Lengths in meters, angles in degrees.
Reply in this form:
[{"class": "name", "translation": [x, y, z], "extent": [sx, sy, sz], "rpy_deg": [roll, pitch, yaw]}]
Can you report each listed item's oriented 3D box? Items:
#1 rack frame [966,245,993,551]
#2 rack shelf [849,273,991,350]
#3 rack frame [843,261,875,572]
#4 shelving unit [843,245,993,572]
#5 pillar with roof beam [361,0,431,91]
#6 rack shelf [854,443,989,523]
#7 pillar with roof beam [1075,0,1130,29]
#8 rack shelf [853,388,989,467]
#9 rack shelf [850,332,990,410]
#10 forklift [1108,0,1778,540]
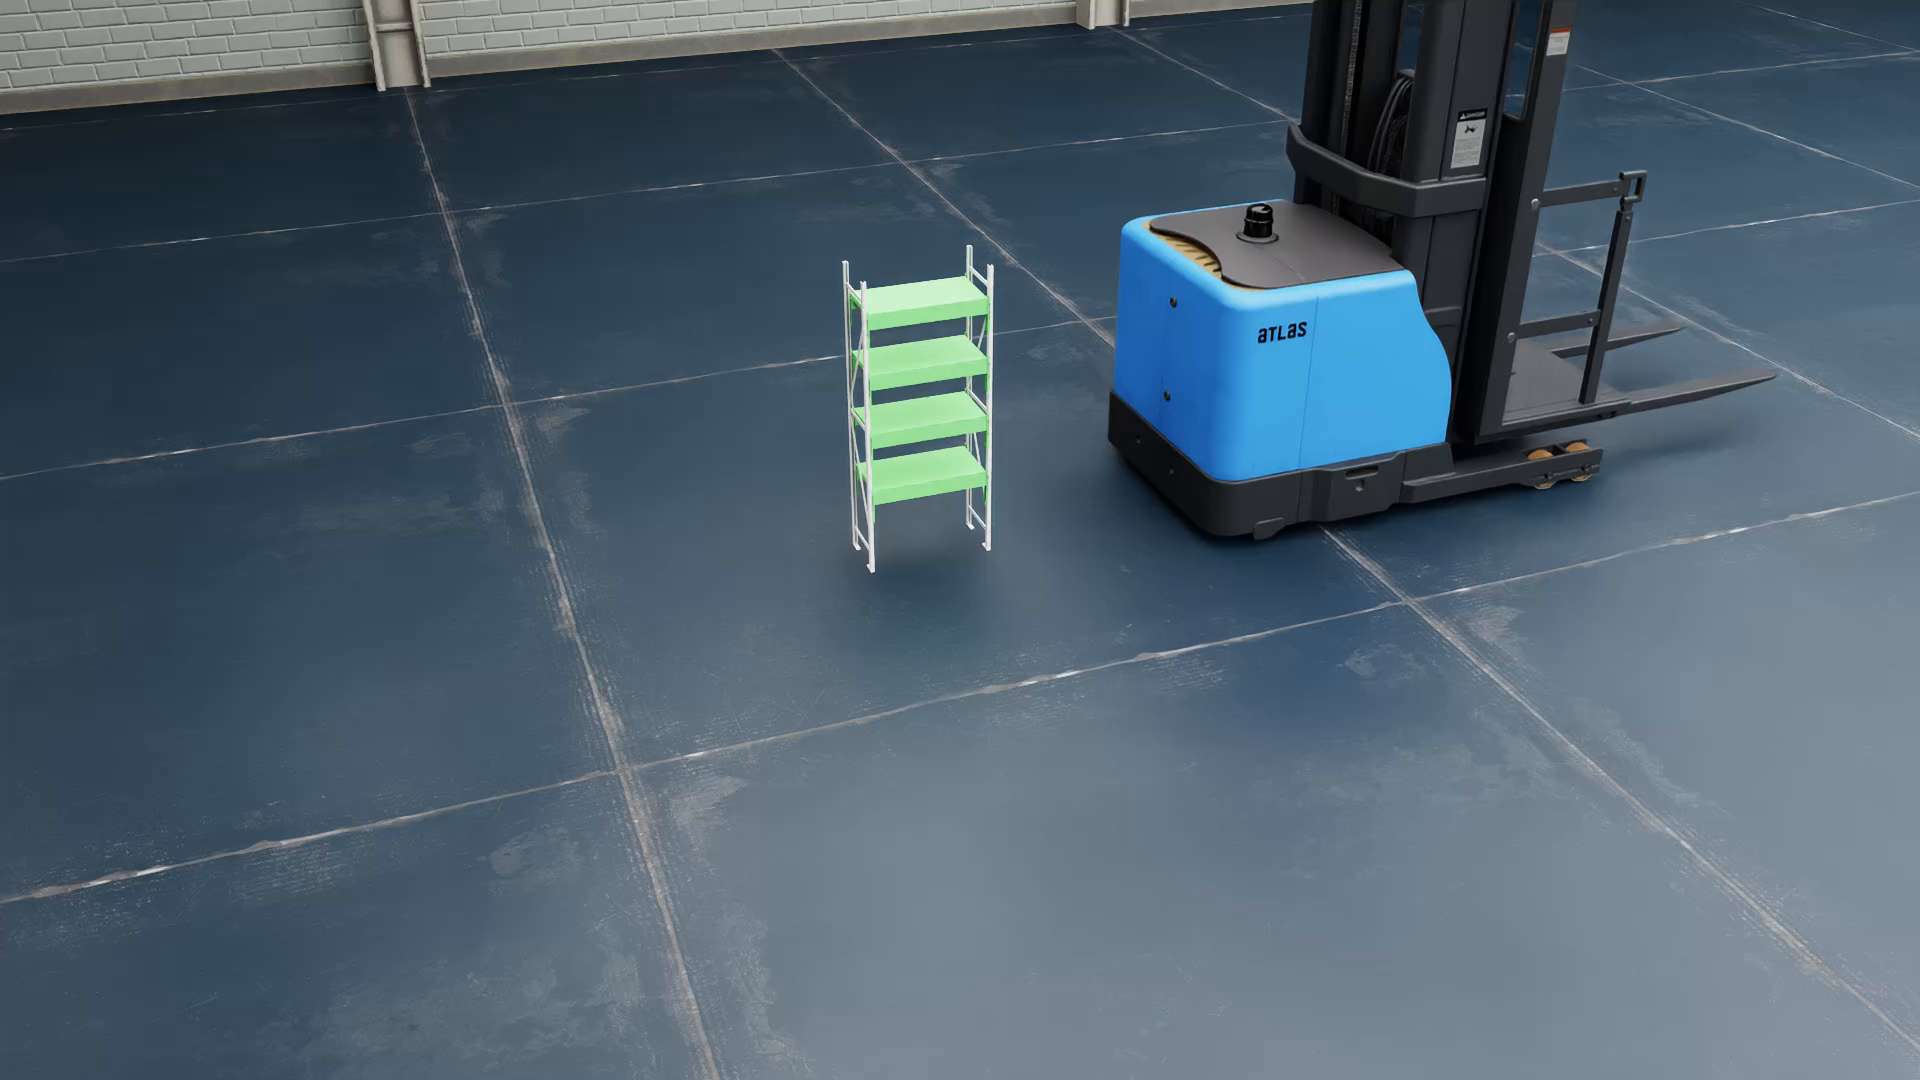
[{"class": "rack frame", "translation": [0.074, -0.535, 6.477], "extent": [0.015, 1.200, 0.240], "rpy_deg": [-10, 31, -18]}, {"class": "rack shelf", "translation": [-0.155, -0.854, 6.197], "extent": [0.480, 0.148, 0.258], "rpy_deg": [-10, 31, -18]}, {"class": "rack frame", "translation": [-0.384, -0.451, 6.329], "extent": [0.015, 1.200, 0.240], "rpy_deg": [-10, 31, -18]}, {"class": "shelving unit", "translation": [-0.155, -0.493, 6.403], "extent": [0.503, 1.200, 0.258], "rpy_deg": [-10, 31, -18]}, {"class": "pillar with roof beam", "translation": [-2.857, -5.481, 7.280], "extent": [0.400, 9.000, 9.100], "rpy_deg": [-10, 31, -18]}, {"class": "rack shelf", "translation": [-0.155, -0.229, 6.553], "extent": [0.480, 0.148, 0.258], "rpy_deg": [-10, 31, -18]}, {"class": "pillar with roof beam", "translation": [2.767, -6.517, 9.098], "extent": [0.400, 9.000, 9.100], "rpy_deg": [-10, 31, -18]}, {"class": "rack shelf", "translation": [-0.155, -0.437, 6.434], "extent": [0.480, 0.148, 0.258], "rpy_deg": [-10, 31, -18]}, {"class": "rack shelf", "translation": [-0.155, -0.646, 6.316], "extent": [0.480, 0.148, 0.258], "rpy_deg": [-10, 31, -18]}, {"class": "forklift", "translation": [2.228, -1.722, 6.812], "extent": [3.031, 2.935, 1.130], "rpy_deg": [-11, 31, -18]}]
